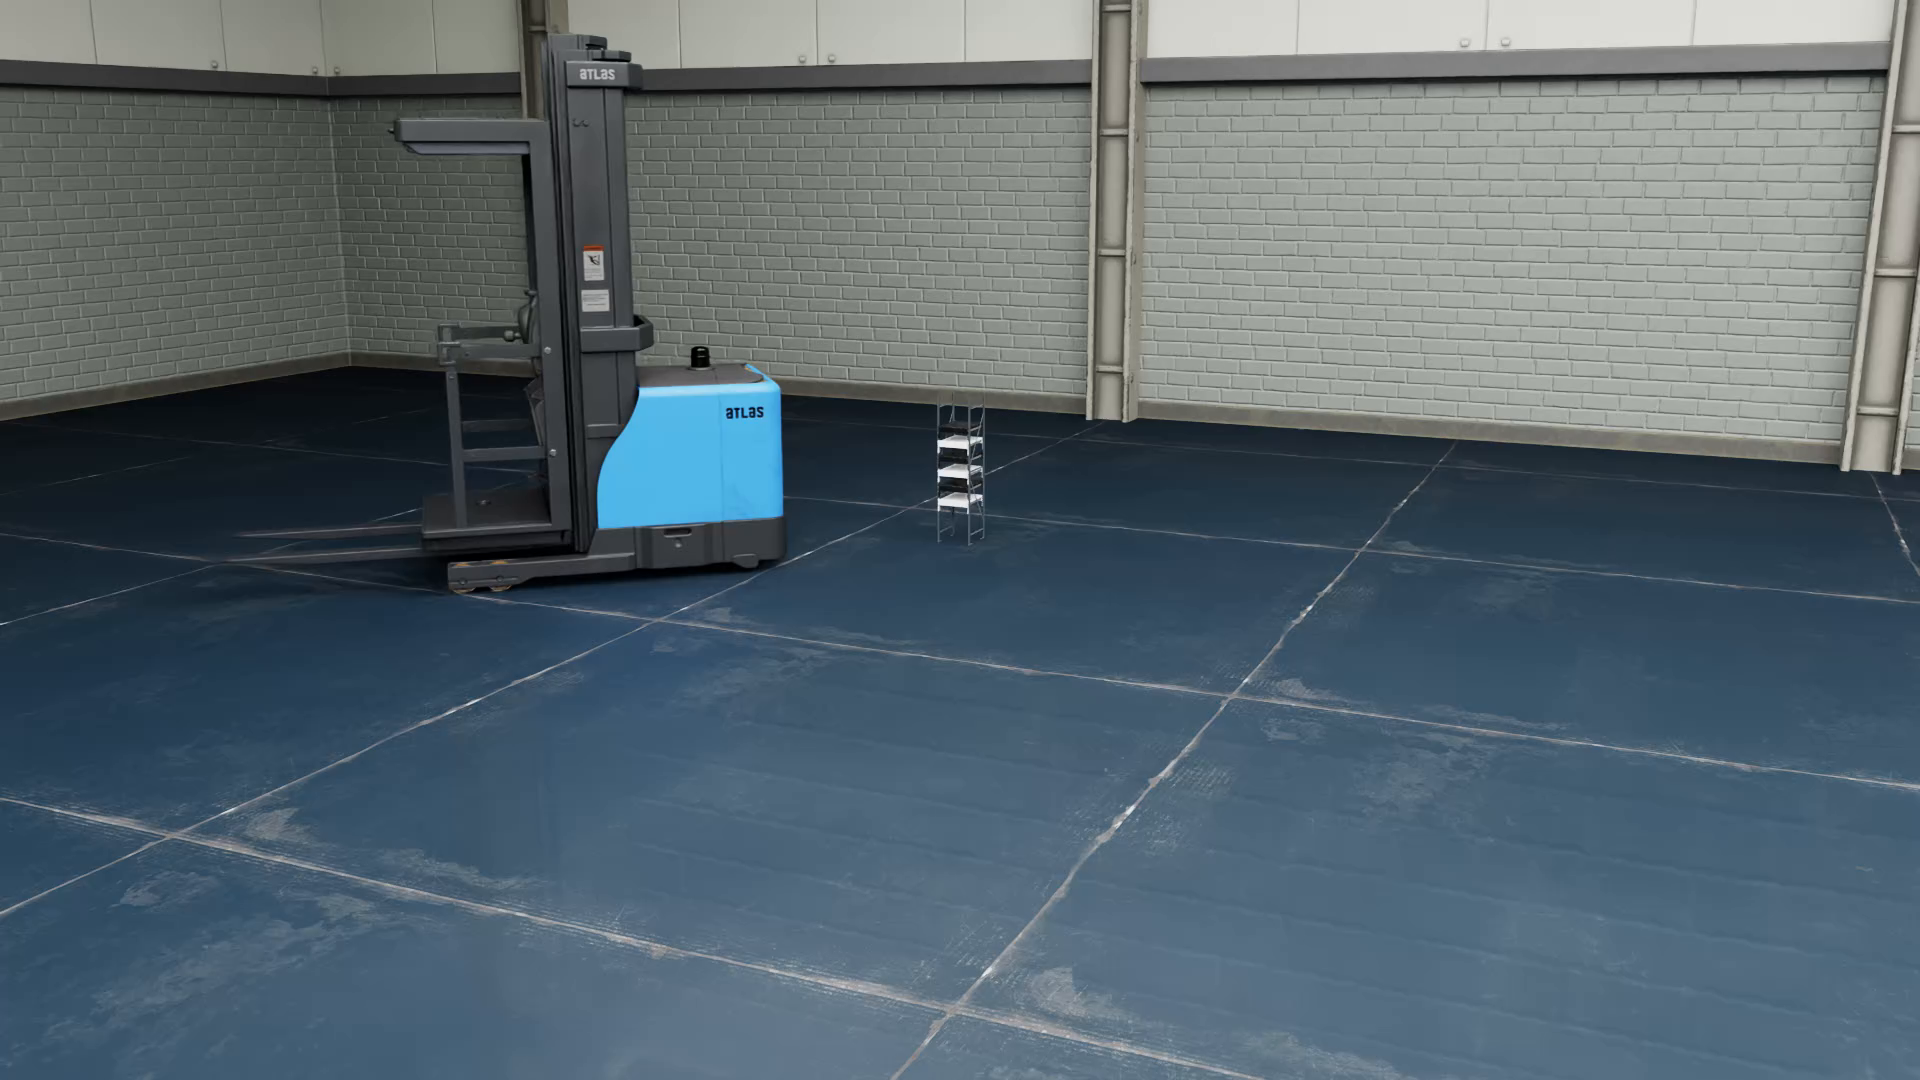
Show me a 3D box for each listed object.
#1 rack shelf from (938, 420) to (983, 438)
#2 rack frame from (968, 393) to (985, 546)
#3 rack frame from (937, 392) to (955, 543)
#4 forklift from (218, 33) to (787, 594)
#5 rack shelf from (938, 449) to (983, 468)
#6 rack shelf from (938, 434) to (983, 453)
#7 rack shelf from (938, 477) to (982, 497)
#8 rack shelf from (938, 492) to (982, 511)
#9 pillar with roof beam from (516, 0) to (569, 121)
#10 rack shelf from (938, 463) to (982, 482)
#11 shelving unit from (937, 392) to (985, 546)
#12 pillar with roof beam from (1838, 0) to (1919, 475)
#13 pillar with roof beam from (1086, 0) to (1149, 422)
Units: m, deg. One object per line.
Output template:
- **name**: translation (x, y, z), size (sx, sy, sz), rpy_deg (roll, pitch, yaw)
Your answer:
- **rack shelf**: translation (0.007, -0.668, 10.095), size (0.200, 0.077, 0.258), rpy_deg (6, 14, 23)
- **rack frame**: translation (0.100, -0.428, 10.109), size (0.006, 0.900, 0.240), rpy_deg (6, 14, 23)
- **rack frame**: translation (-0.086, -0.447, 10.189), size (0.006, 0.900, 0.240), rpy_deg (6, 14, 23)
- **forklift**: translation (-2.573, -1.269, 9.246), size (3.031, 2.935, 1.130), rpy_deg (-4, 14, -16)
- **rack shelf**: translation (0.007, -0.493, 10.136), size (0.200, 0.077, 0.258), rpy_deg (6, 14, 23)
- **rack shelf**: translation (0.007, -0.580, 10.115), size (0.200, 0.077, 0.258), rpy_deg (6, 14, 23)
- **rack shelf**: translation (0.007, -0.317, 10.177), size (0.200, 0.077, 0.258), rpy_deg (6, 14, 23)
- **rack shelf**: translation (0.007, -0.230, 10.198), size (0.200, 0.077, 0.258), rpy_deg (6, 14, 23)
- **pillar with roof beam**: translation (-5.868, -5.126, 12.400), size (0.400, 9.000, 9.100), rpy_deg (6, 14, 23)
- **rack shelf**: translation (0.007, -0.405, 10.156), size (0.200, 0.077, 0.258), rpy_deg (6, 14, 23)
- **shelving unit**: translation (0.007, -0.437, 10.149), size (0.210, 0.900, 0.258), rpy_deg (6, 14, 23)
- **pillar with roof beam**: translation (5.104, -4.015, 7.668), size (0.400, 9.000, 9.100), rpy_deg (6, 14, 23)
- **pillar with roof beam**: translation (-0.382, -4.570, 10.034), size (0.400, 9.000, 9.100), rpy_deg (6, 14, 23)
